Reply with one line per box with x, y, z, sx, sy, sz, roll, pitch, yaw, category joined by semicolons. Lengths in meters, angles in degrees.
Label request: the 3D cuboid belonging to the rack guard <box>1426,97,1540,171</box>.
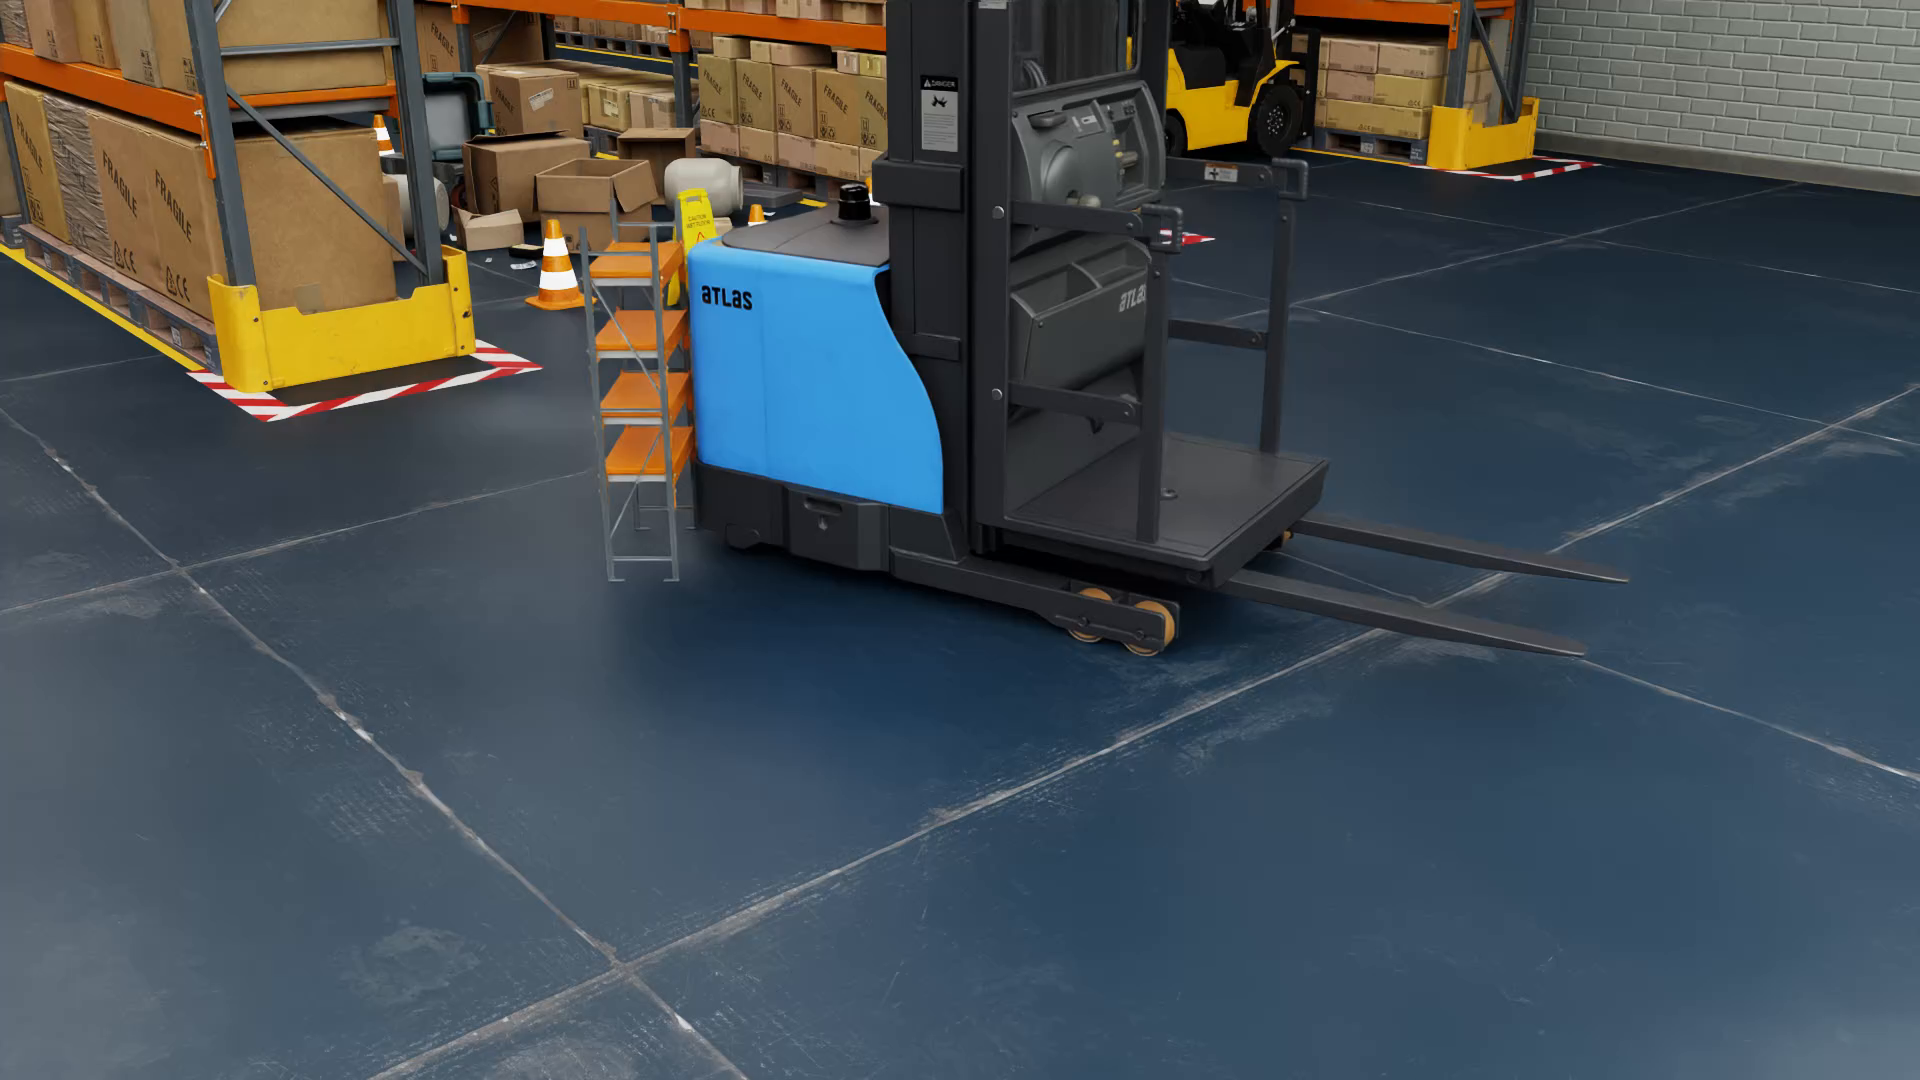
4.465;-3.480;14.183;1.175;0.500;0.348;-17;27;-37;rack guard

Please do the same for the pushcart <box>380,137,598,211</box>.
-3.614;-2.795;12.603;0.936;0.377;1.648;12;24;27;pushcart

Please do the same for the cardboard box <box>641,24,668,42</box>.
-4.203;-7.071;23.097;0.396;0.266;0.258;-16;27;-36;cardboard box

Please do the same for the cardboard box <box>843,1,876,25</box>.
-0.603;-3.740;11.763;0.380;0.149;0.250;-18;28;-38;cardboard box

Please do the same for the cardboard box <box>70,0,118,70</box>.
-4.293;-2.891;9.046;0.875;0.550;0.500;-17;27;-37;cardboard box

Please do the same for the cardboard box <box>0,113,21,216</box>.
-6.077;-2.664;11.183;1.050;0.750;0.750;-18;27;-38;cardboard box

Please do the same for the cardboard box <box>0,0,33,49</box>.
-5.354;-3.337;10.186;0.875;0.550;0.550;-17;27;-37;cardboard box

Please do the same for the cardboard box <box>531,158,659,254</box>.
-2.373;-2.188;10.880;0.637;0.503;0.797;3;22;9;cardboard box

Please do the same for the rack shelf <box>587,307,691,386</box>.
-1.069;-0.653;5.578;0.258;0.148;0.480;0;21;0;rack shelf

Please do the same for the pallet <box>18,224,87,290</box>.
-5.167;-1.839;10.390;1.003;0.211;1.213;-17;27;-37;pallet

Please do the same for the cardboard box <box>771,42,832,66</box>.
-1.188;-3.648;12.461;0.380;0.149;0.250;-16;26;-34;cardboard box

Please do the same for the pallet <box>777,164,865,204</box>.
-0.654;-2.760;12.741;1.003;0.211;1.213;-17;27;-37;pallet

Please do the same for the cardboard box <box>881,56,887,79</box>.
-0.320;-3.279;11.519;0.380;0.149;0.250;-16;27;-36;cardboard box

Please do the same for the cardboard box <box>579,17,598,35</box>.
-5.139;-7.665;24.294;0.700;0.500;0.500;-16;27;-35;cardboard box

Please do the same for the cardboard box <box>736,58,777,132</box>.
-1.381;-3.465;12.883;0.500;0.500;0.500;-16;27;-35;cardboard box

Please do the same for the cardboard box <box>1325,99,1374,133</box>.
3.586;-3.760;14.665;0.500;0.250;0.500;-17;27;-37;cardboard box

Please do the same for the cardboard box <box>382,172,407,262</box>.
-3.813;-2.019;10.450;0.500;0.500;0.500;-12;25;-28;cardboard box

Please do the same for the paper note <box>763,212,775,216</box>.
-1.415;-2.343;11.924;0.148;0.019;0.142;12;24;27;paper note

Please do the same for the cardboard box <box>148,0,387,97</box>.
-3.269;-2.423;7.851;0.875;0.550;0.550;-17;27;-37;cardboard box

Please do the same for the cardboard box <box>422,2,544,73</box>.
-4.919;-5.095;17.216;0.875;0.875;0.875;-18;28;-38;cardboard box

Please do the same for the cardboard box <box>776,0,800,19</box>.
-1.129;-3.937;12.266;0.380;0.149;0.250;-17;27;-37;cardboard box

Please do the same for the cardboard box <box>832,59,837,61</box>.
-0.663;-3.457;12.863;0.500;0.500;0.500;-16;26;-35;cardboard box

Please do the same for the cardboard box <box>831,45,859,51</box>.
-1.212;-5.958;19.934;0.500;0.500;0.500;-16;27;-36;cardboard box

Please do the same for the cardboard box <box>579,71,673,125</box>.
-3.191;-4.078;15.311;0.950;0.372;0.625;-16;27;-36;cardboard box

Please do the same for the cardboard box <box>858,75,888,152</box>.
-0.372;-3.035;11.785;0.500;0.500;0.500;-16;27;-36;cardboard box

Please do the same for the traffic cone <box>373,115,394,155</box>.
-4.737;-3.243;13.629;0.336;0.463;0.334;-17;27;-37;traffic cone

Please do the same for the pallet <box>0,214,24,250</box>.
-6.164;-2.263;11.473;1.003;0.211;1.213;-17;27;-37;pallet

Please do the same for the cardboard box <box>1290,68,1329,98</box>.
3.223;-4.137;14.942;0.500;0.250;0.500;-18;28;-39;cardboard box

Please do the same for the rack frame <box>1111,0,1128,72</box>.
0.691;-3.468;10.724;1.000;3.000;0.127;-17;27;-37;rack frame

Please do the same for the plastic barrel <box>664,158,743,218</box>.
-1.804;-2.478;11.731;0.512;0.421;0.421;0;21;-1;plastic barrel

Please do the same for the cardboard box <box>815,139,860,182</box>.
-0.718;-2.830;12.292;0.500;0.250;0.500;-19;28;-39;cardboard box

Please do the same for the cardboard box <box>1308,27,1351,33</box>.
3.302;-4.630;15.515;0.500;0.250;0.500;-18;28;-38;cardboard box

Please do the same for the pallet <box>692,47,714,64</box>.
-2.824;-6.451;22.166;1.003;0.211;1.213;-17;27;-37;pallet

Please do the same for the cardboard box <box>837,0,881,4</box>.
-0.519;-4.015;11.578;0.500;0.500;0.500;-18;27;-38;cardboard box

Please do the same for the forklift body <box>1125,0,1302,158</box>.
1.829;-4.345;14.127;2.313;2.155;1.214;-17;27;-37;forklift body

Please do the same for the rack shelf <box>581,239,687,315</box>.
-1.069;-0.873;5.491;0.258;0.148;0.480;0;21;0;rack shelf

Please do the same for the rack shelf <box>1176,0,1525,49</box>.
3.144;-4.868;15.286;1.077;0.370;4.000;-17;27;-37;rack shelf

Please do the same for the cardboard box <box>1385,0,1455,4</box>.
3.929;-4.770;13.913;0.500;0.500;0.500;-18;28;-39;cardboard box

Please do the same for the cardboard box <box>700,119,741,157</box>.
-1.739;-3.261;13.390;0.500;0.250;0.500;-19;28;-40;cardboard box

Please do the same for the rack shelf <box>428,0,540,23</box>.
-5.836;-5.895;17.909;1.077;0.370;4.000;-17;27;-37;rack shelf

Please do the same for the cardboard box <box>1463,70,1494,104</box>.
4.300;-3.978;14.535;0.500;0.250;0.500;-17;27;-36;cardboard box

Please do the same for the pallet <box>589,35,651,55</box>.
-4.632;-7.194;24.063;1.003;0.211;1.213;-17;27;-37;pallet

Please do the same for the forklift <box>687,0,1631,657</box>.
0.590;-1.230;5.106;3.031;2.935;1.130;12;25;29;forklift

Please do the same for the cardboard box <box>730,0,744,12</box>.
-1.556;-4.169;12.859;0.380;0.149;0.250;-18;27;-38;cardboard box

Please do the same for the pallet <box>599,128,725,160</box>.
-2.429;-3.489;14.603;1.003;0.211;1.213;-17;27;-37;pallet

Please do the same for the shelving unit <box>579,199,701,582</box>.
-1.069;-0.508;5.635;0.258;1.200;0.503;0;21;0;shelving unit

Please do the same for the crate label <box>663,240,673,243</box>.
-1.746;-1.791;10.368;0.298;0.136;0.250;7;23;18;crate label

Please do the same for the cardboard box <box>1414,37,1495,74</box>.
4.279;-4.209;14.440;0.500;0.250;0.500;-18;28;-38;cardboard box

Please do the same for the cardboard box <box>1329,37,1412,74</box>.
3.575;-4.224;14.478;0.500;0.250;0.500;-17;27;-36;cardboard box

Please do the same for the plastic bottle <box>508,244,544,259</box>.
-2.780;-1.843;10.605;0.283;0.061;0.133;12;24;27;plastic bottle

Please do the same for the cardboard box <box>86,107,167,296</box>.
-4.061;-1.882;9.013;0.875;0.875;0.875;-18;28;-38;cardboard box

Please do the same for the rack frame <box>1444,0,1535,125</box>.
4.449;-4.650;13.744;1.000;3.000;0.127;-17;27;-37;rack frame
